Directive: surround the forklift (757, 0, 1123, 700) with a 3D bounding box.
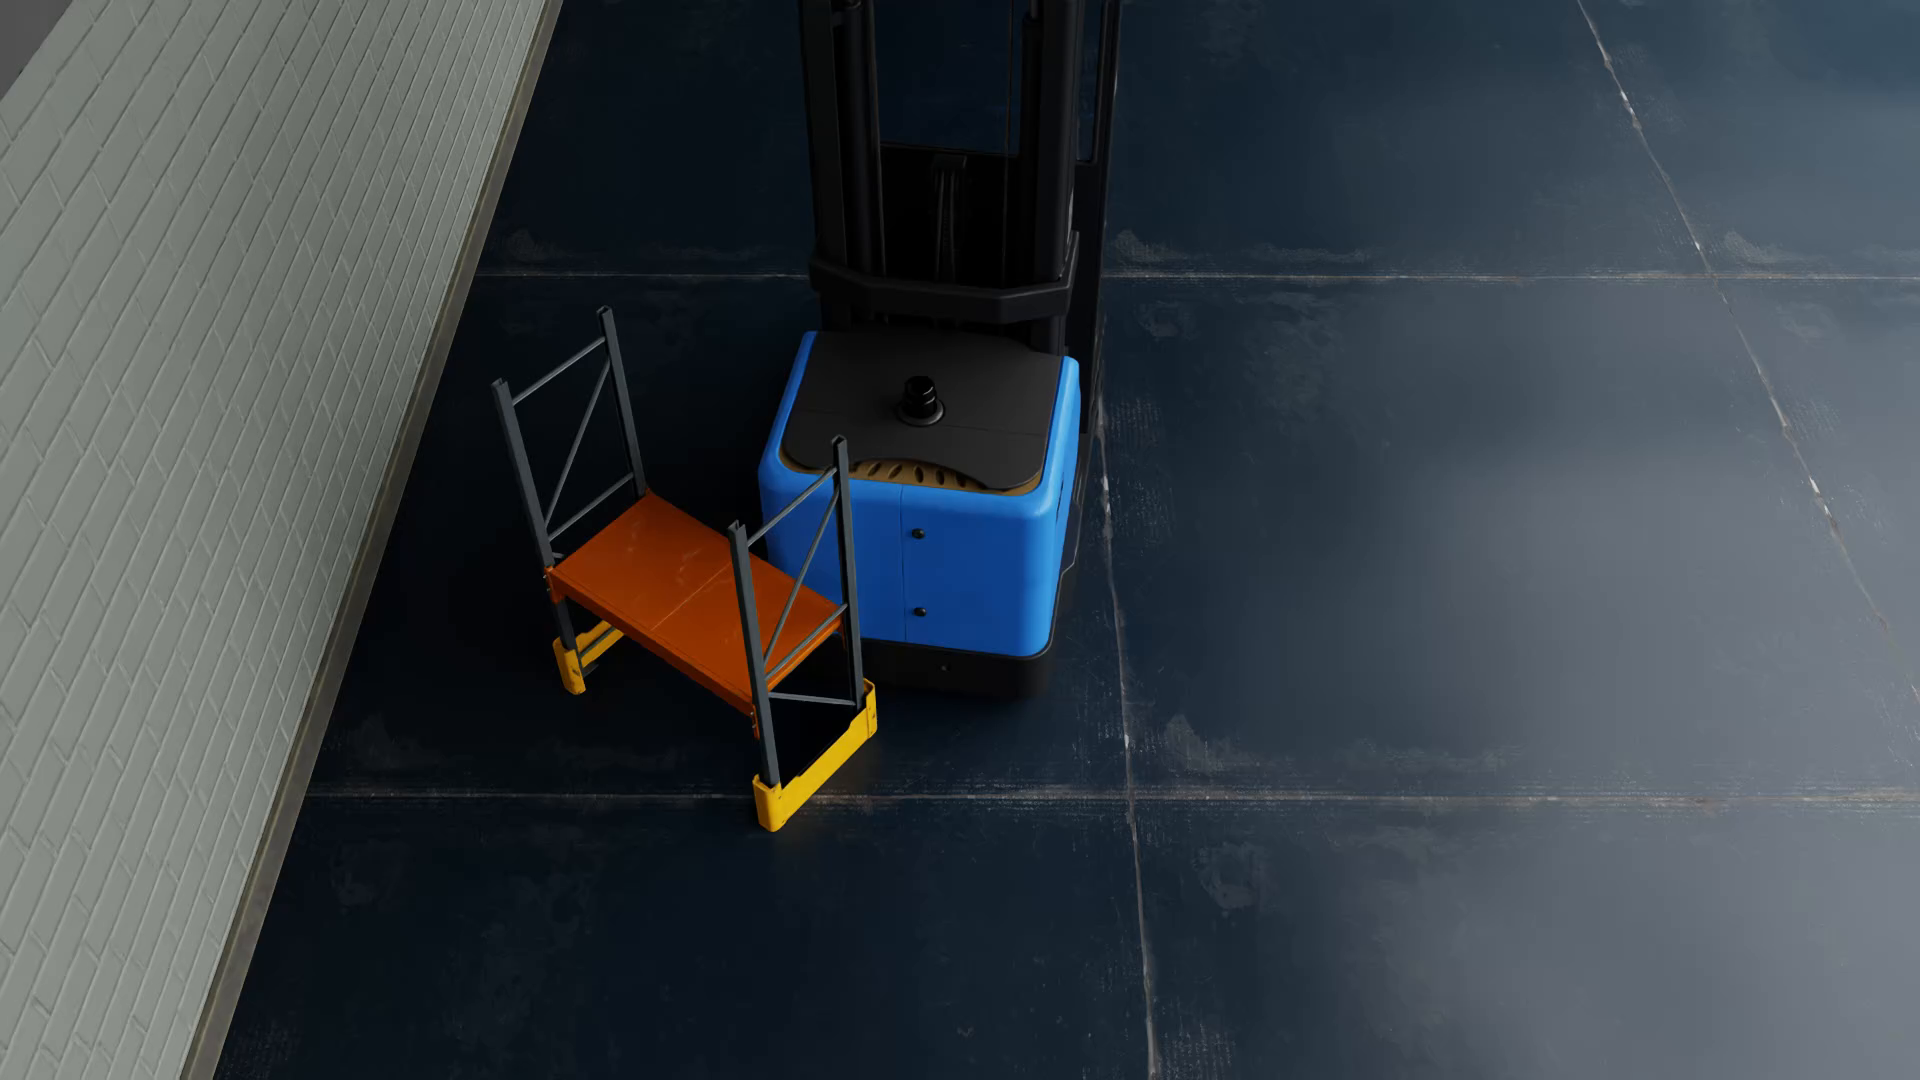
[{"bbox_3d":[0.035,-1.498,6.223,1.130,2.935,3.031,7,47,6],"label":"forklift"}]

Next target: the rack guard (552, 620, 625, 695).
[{"bbox_3d":[-1.300,0.318,6.364,0.087,0.250,0.587,29,54,25],"label":"rack guard"}]

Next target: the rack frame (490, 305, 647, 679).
[{"bbox_3d":[-1.315,-0.116,5.914,0.032,1.500,0.500,29,54,25],"label":"rack frame"}]

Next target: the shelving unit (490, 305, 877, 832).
[{"bbox_3d":[-0.905,0.115,5.699,1.083,1.500,0.587,29,54,25],"label":"shelving unit"}]

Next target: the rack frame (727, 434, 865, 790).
[{"bbox_3d":[-0.510,0.338,5.491,0.032,1.500,0.500,29,54,25],"label":"rack frame"}]

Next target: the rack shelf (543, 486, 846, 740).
[{"bbox_3d":[-0.913,0.234,5.834,1.000,0.185,0.538,29,54,25],"label":"rack shelf"}]

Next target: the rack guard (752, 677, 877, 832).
[{"bbox_3d":[-0.511,0.764,5.949,0.087,0.250,0.587,29,54,25],"label":"rack guard"}]
